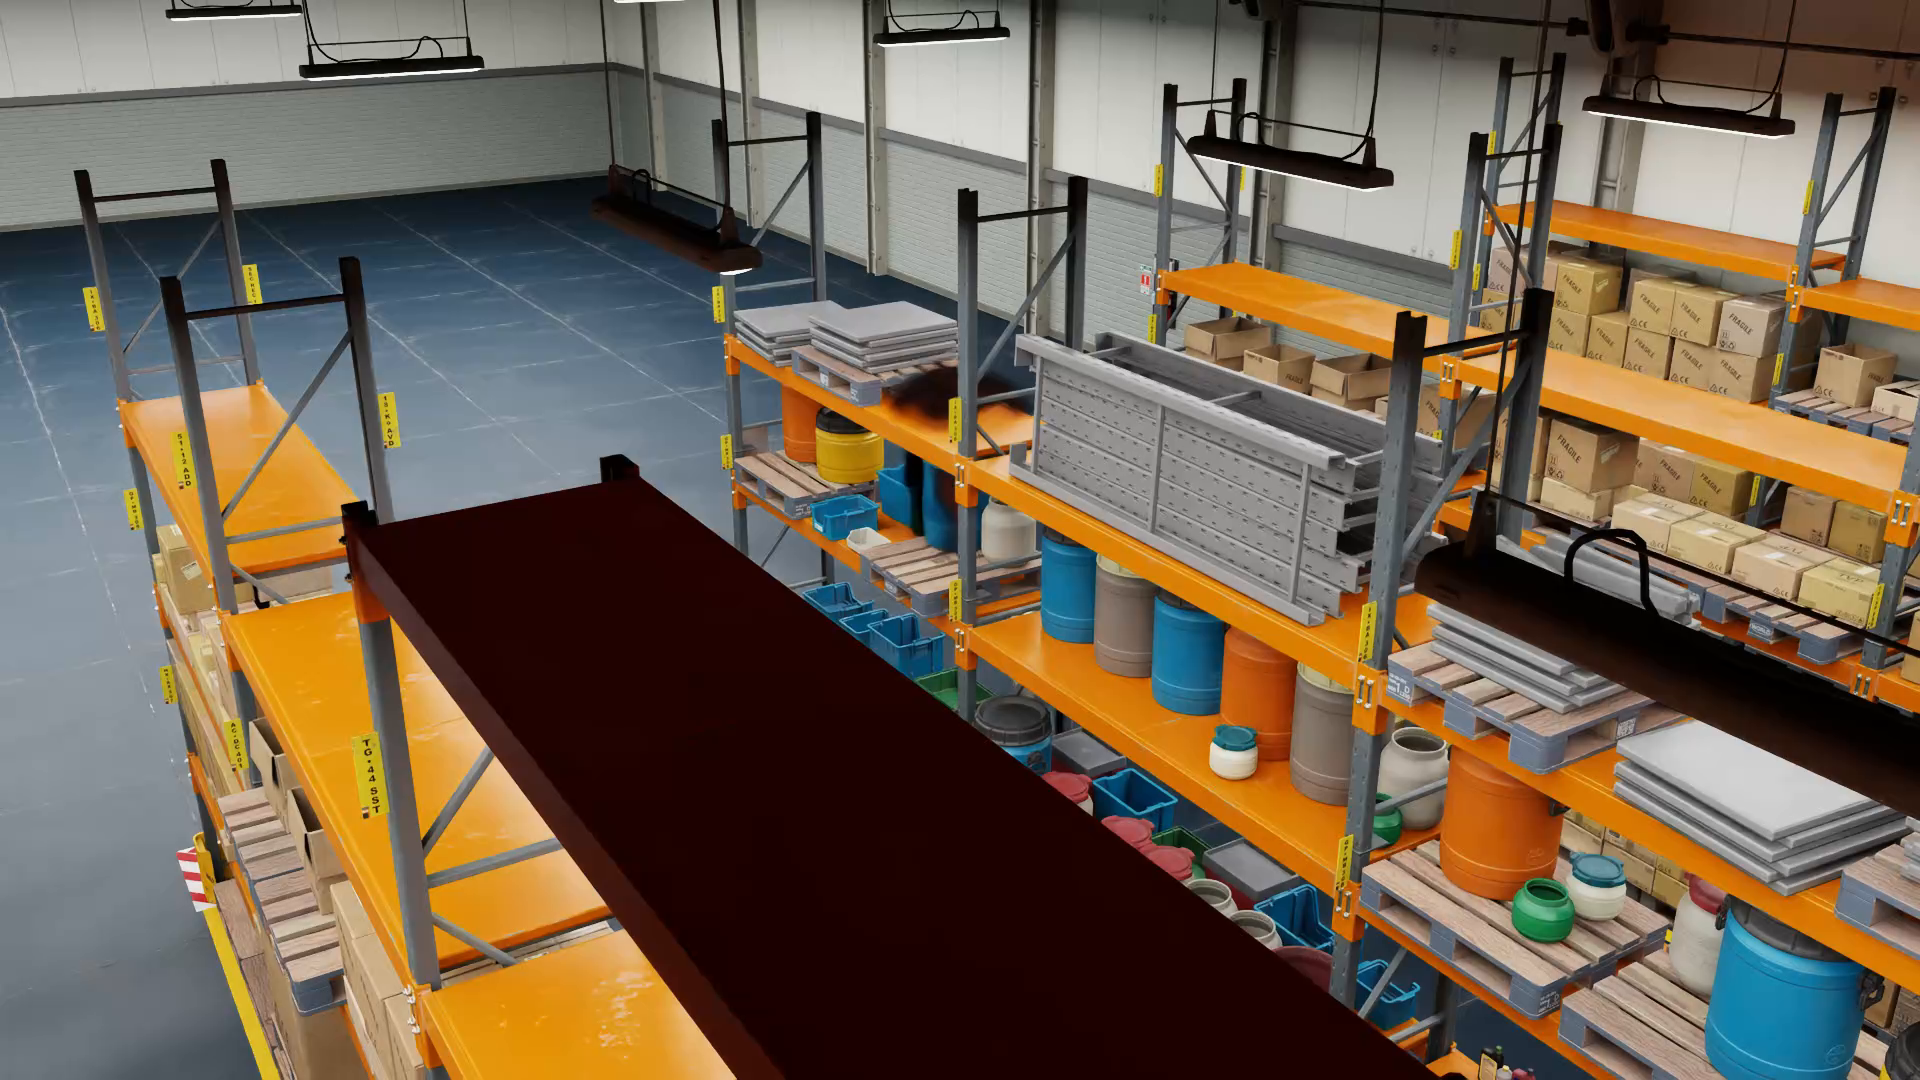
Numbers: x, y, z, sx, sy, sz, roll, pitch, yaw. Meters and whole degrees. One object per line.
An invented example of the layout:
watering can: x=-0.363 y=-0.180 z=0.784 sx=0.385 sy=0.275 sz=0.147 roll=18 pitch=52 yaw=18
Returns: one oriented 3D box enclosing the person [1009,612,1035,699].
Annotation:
person: x=0.608 y=1.247 z=16.027 sx=0.359 sy=1.685 sz=0.516 roll=-6 pitch=23 yaw=-16
